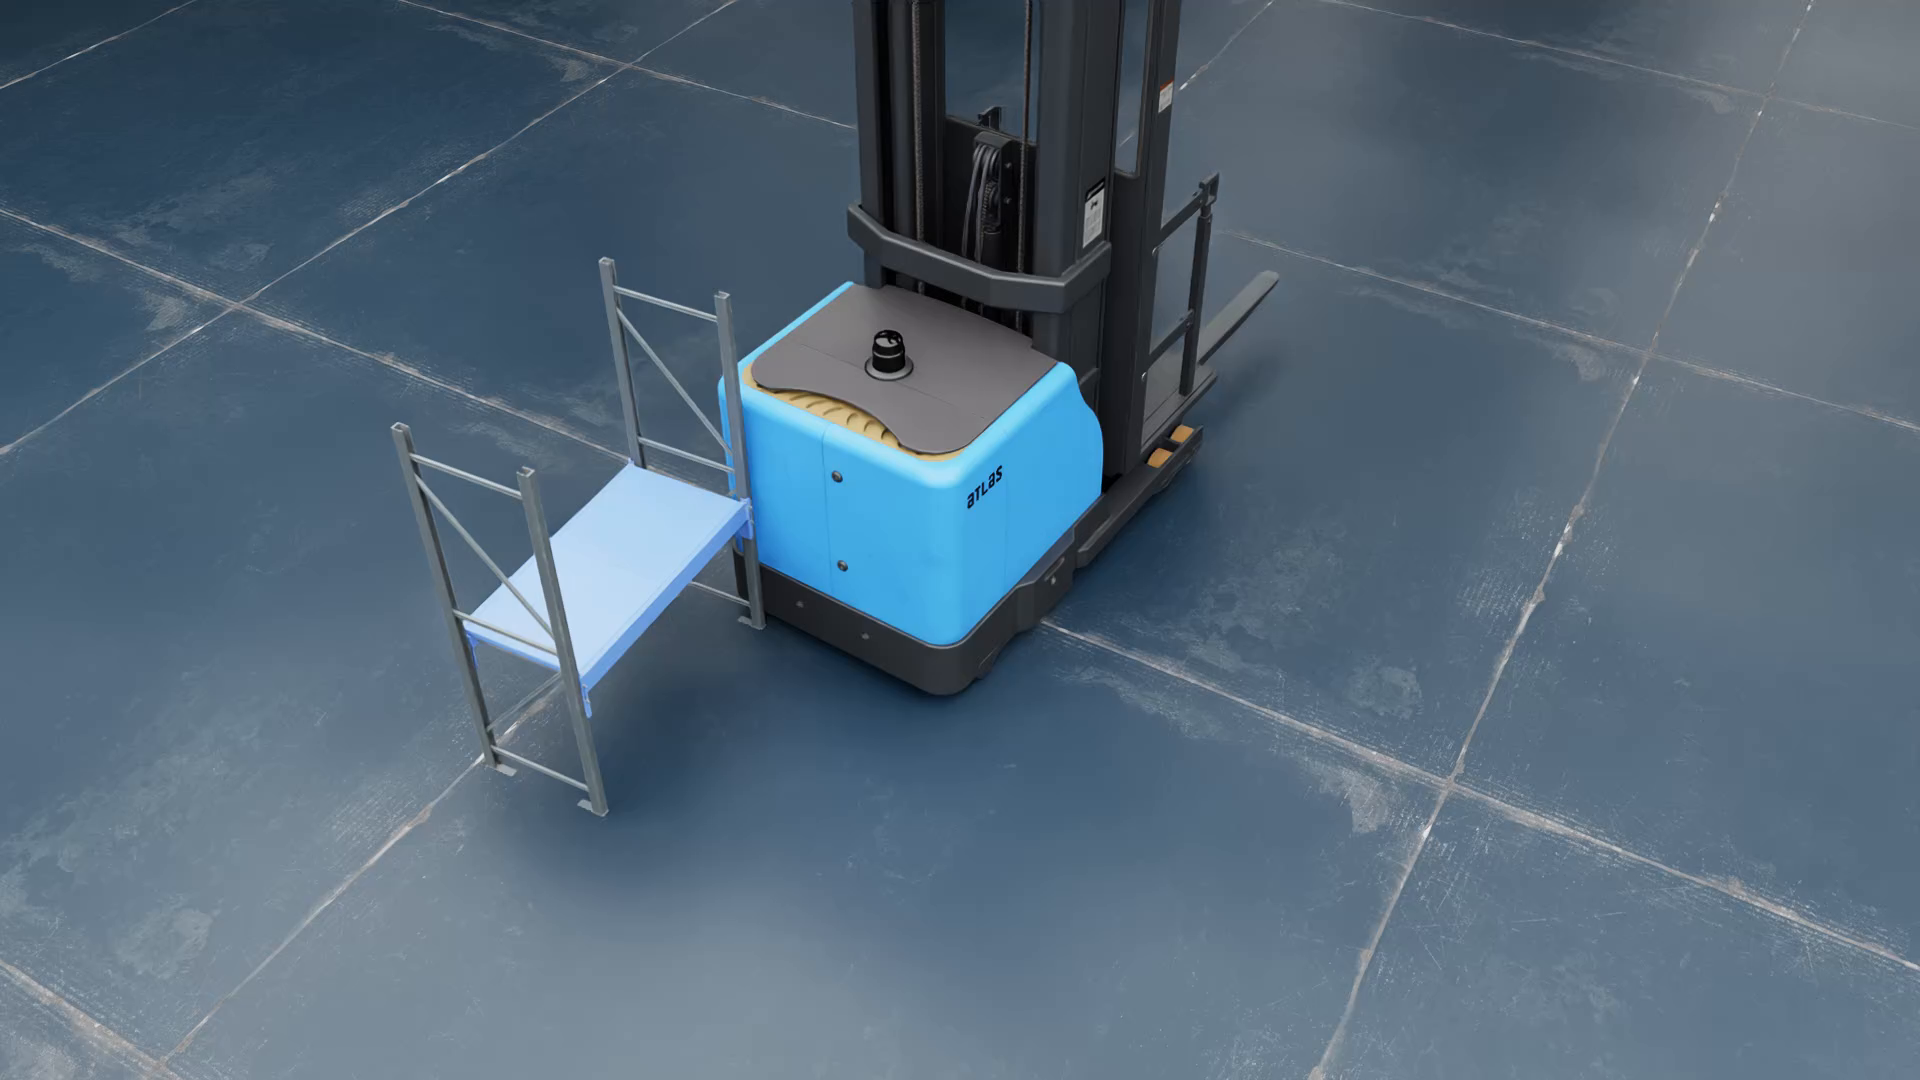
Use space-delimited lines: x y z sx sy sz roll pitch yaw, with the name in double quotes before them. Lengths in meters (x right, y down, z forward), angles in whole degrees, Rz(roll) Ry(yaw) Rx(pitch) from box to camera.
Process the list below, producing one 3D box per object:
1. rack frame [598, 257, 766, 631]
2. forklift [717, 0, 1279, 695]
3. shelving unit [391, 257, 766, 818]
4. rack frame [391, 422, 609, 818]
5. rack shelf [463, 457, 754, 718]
"rack frame" -0.974 -0.299 5.954 0.500 1.500 0.032 18 45 20
"forklift" 0.379 -1.481 6.213 1.130 2.935 3.031 24 47 25
"shelving unit" -1.203 0.001 5.614 0.538 1.500 1.048 18 45 20
"rack frame" -1.432 0.301 5.273 0.500 1.500 0.032 18 45 20
"rack shelf" -1.203 0.136 5.733 0.538 0.185 1.000 18 45 20
